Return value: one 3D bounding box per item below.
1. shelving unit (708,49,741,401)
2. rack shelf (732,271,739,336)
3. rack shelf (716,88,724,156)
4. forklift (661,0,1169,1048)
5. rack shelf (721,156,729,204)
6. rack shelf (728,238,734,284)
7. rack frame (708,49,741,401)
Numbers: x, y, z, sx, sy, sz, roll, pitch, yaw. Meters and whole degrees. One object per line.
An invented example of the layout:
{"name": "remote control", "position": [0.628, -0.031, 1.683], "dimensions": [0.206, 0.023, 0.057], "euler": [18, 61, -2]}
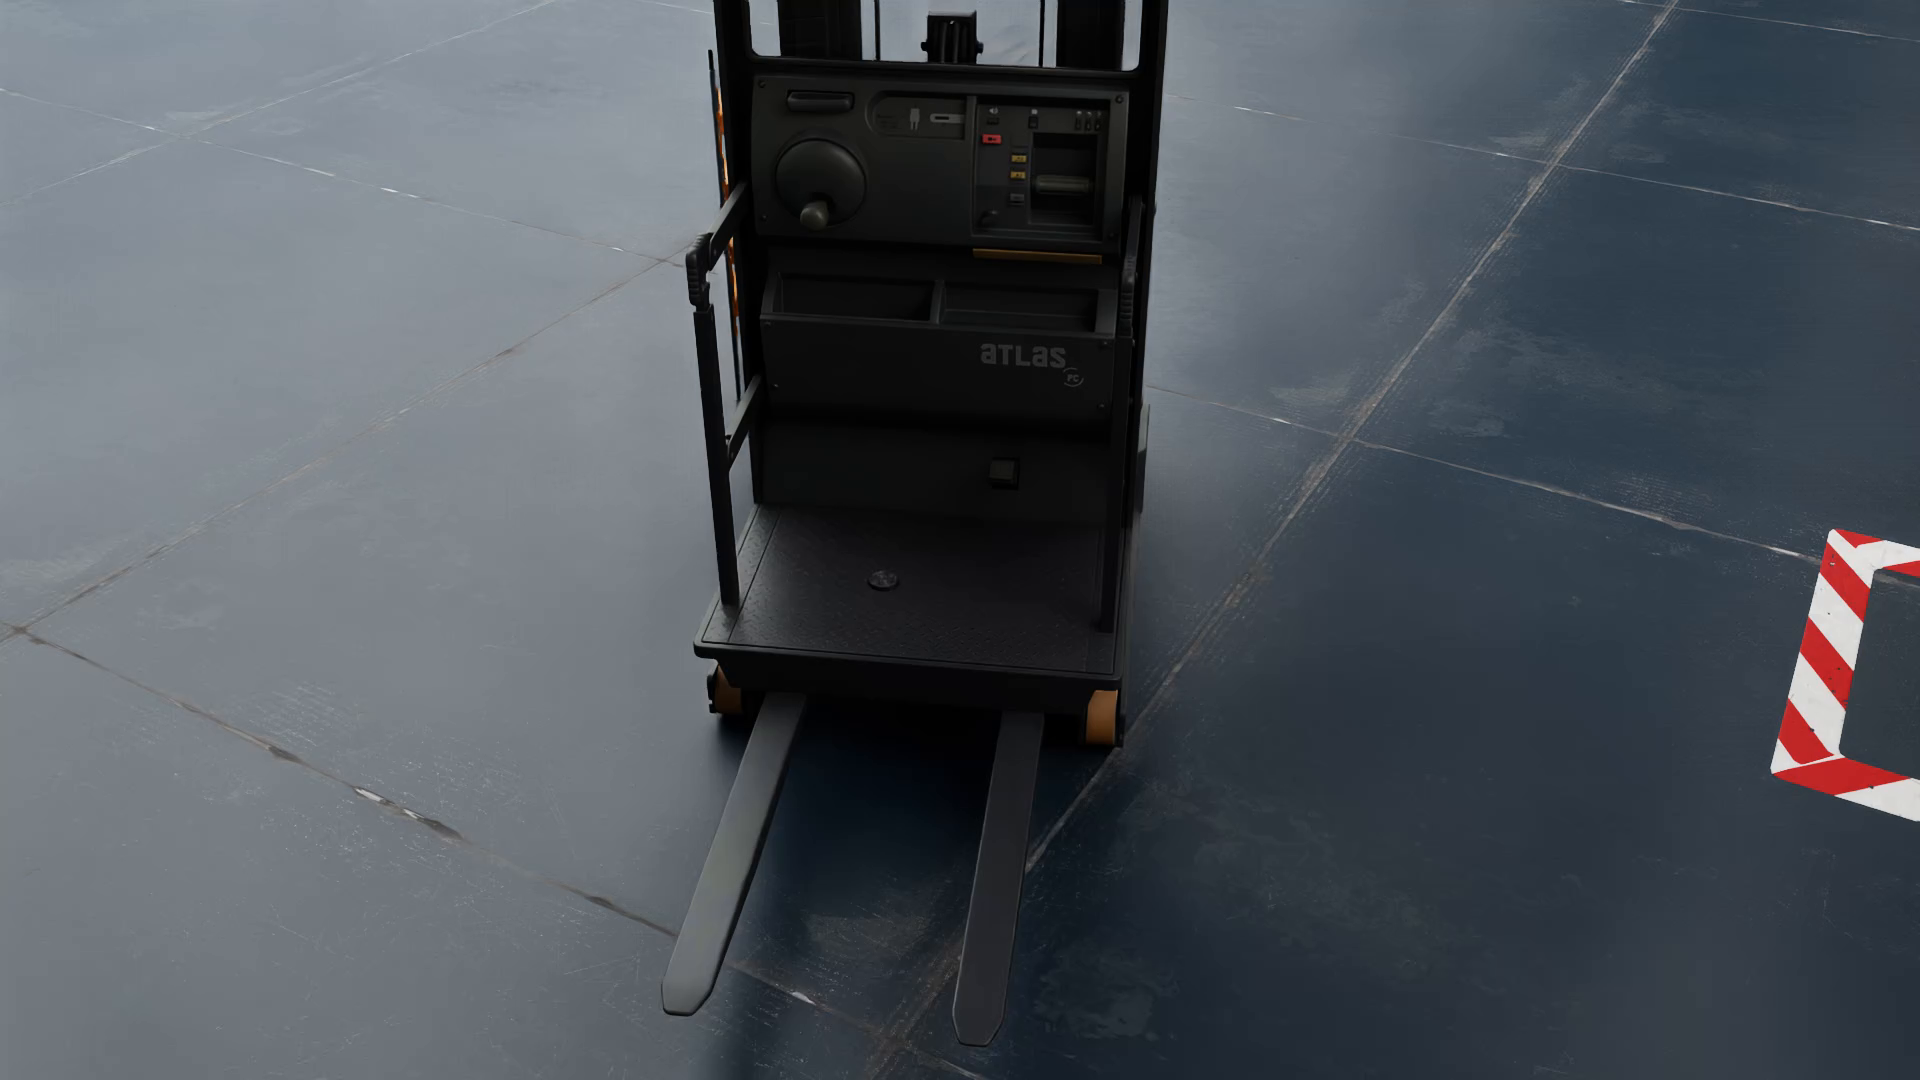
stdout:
{"name": "shelving unit", "position": [-0.573, -1.089, 5.802], "dimensions": [0.503, 1.200, 0.258], "euler": [-5, 34, -7]}
{"name": "rack shelf", "position": [-0.573, -0.868, 5.949], "dimensions": [0.480, 0.148, 0.258], "euler": [-5, 34, -7]}
{"name": "rack shelf", "position": [-0.574, -1.417, 5.586], "dimensions": [0.480, 0.148, 0.258], "euler": [-5, 34, -7]}
{"name": "forklift", "position": [-0.080, -0.878, 3.923], "dimensions": [1.130, 2.935, 3.031], "euler": [4, 34, 6]}
{"name": "rack shelf", "position": [-0.574, -1.220, 5.716], "dimensions": [0.480, 0.148, 0.258], "euler": [-5, 34, -7]}
{"name": "rack shelf", "position": [-0.573, -1.033, 5.840], "dimensions": [0.480, 0.148, 0.258], "euler": [-5, 34, -7]}
{"name": "rack frame", "position": [-0.815, -1.070, 5.773], "dimensions": [0.015, 1.200, 0.240], "euler": [-5, 34, -7]}
